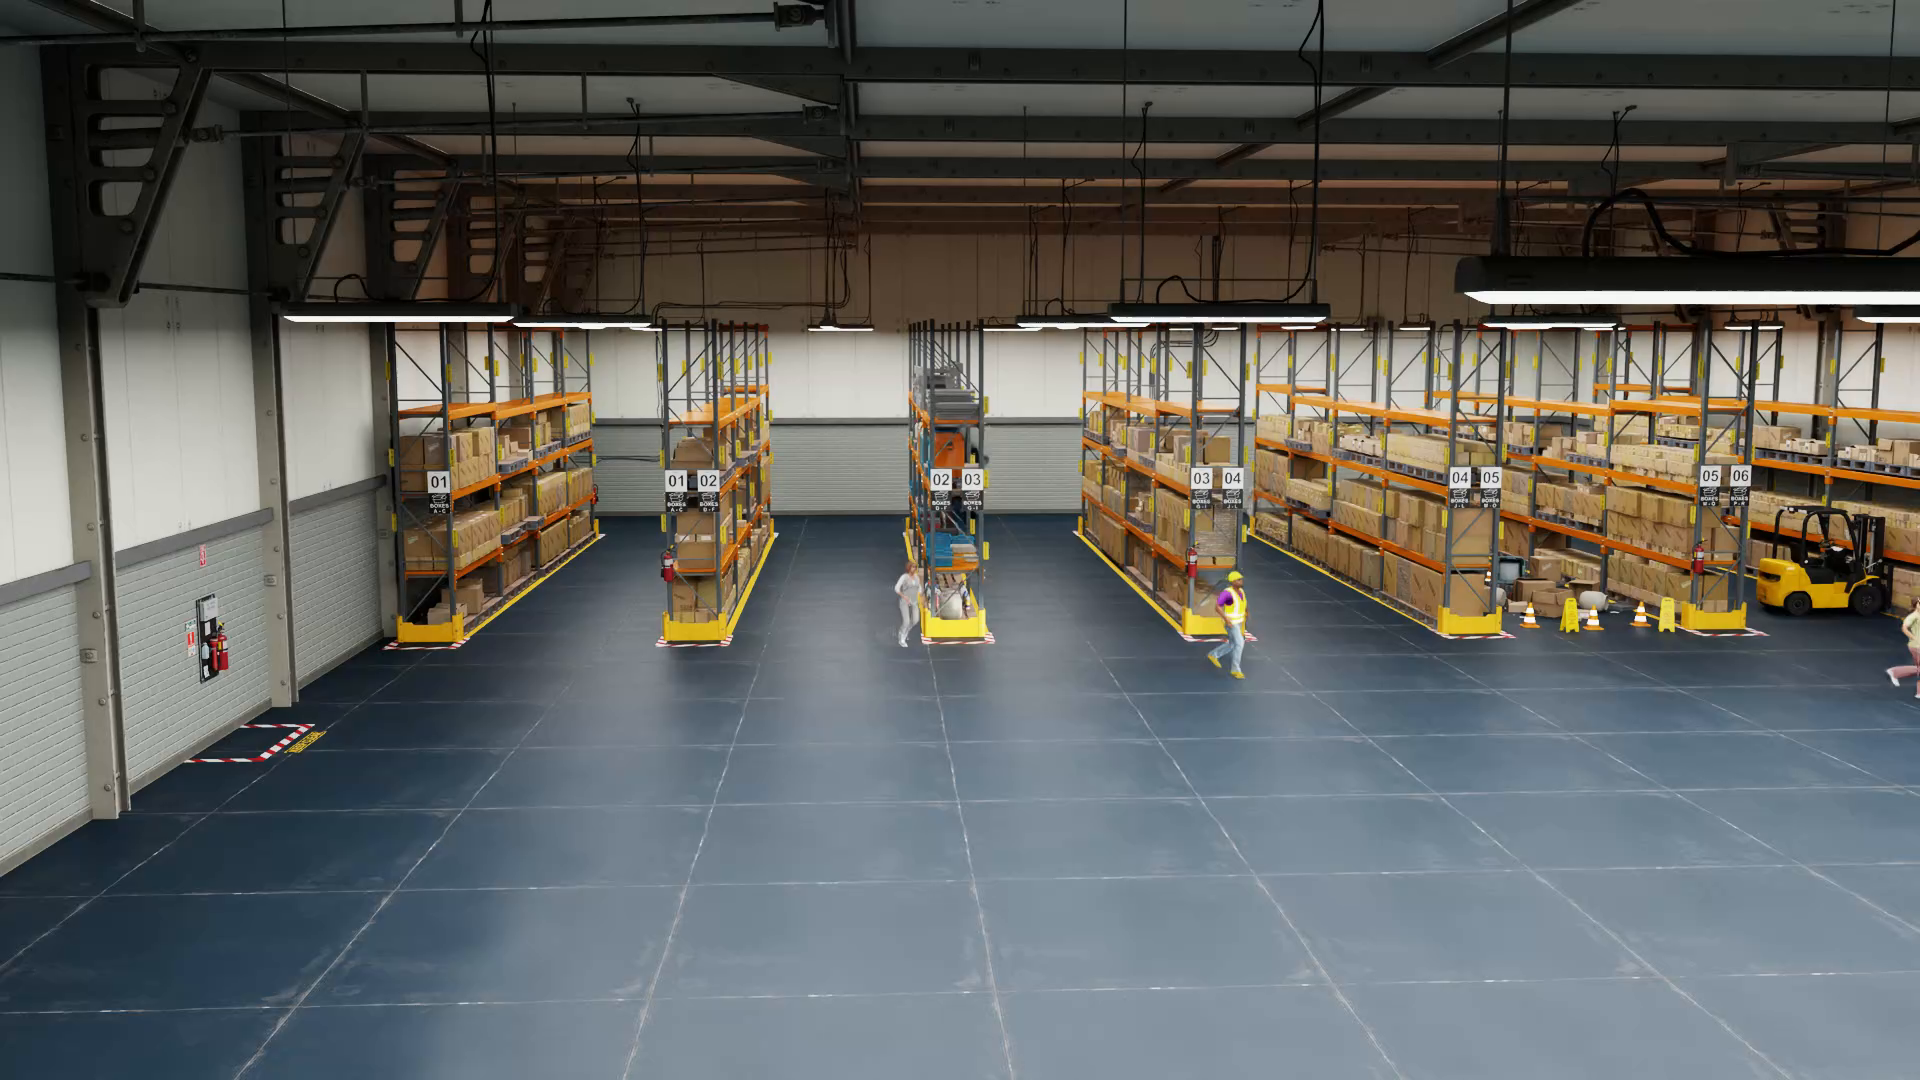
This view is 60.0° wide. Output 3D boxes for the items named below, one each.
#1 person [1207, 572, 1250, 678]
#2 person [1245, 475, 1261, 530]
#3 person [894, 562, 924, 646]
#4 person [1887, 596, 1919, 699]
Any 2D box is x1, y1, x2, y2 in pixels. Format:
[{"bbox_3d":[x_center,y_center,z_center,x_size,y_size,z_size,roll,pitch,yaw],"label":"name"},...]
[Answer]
[{"bbox_3d":[4.537,1.413,27.989,0.743,1.805,0.700,5,9,34],"label":"person"},{"bbox_3d":[8.706,-1.107,48.805,0.585,1.639,0.582,-2,7,-15],"label":"person"},{"bbox_3d":[-0.922,1.180,30.698,0.614,1.553,0.472,-5,8,-33],"label":"person"},{"bbox_3d":[15.044,1.691,26.223,0.747,1.649,0.580,7,10,42],"label":"person"}]
